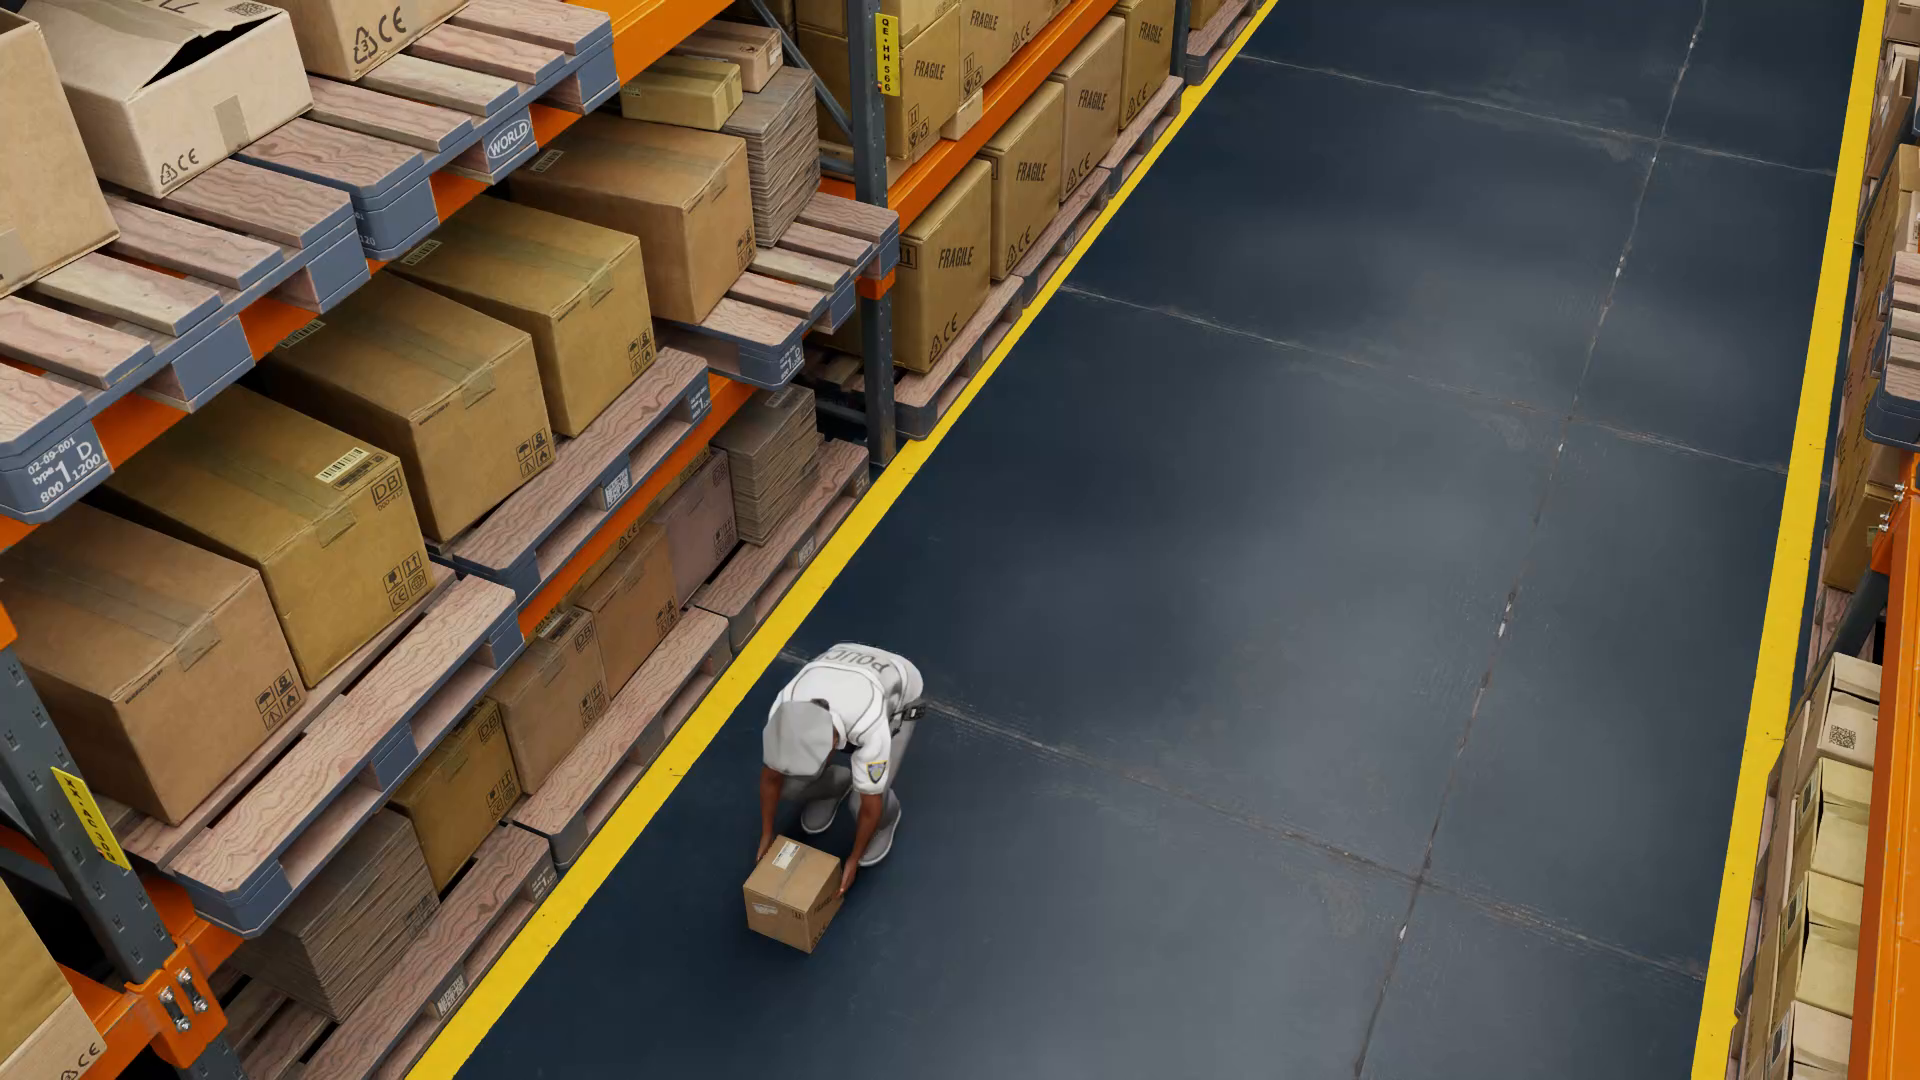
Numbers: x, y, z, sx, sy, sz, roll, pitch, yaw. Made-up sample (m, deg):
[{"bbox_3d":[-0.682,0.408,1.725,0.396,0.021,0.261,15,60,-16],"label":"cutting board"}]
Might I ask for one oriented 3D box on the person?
[{"bbox_3d":[-0.414,0.753,5.821,0.488,1.011,0.850,17,45,18],"label":"person"}]
